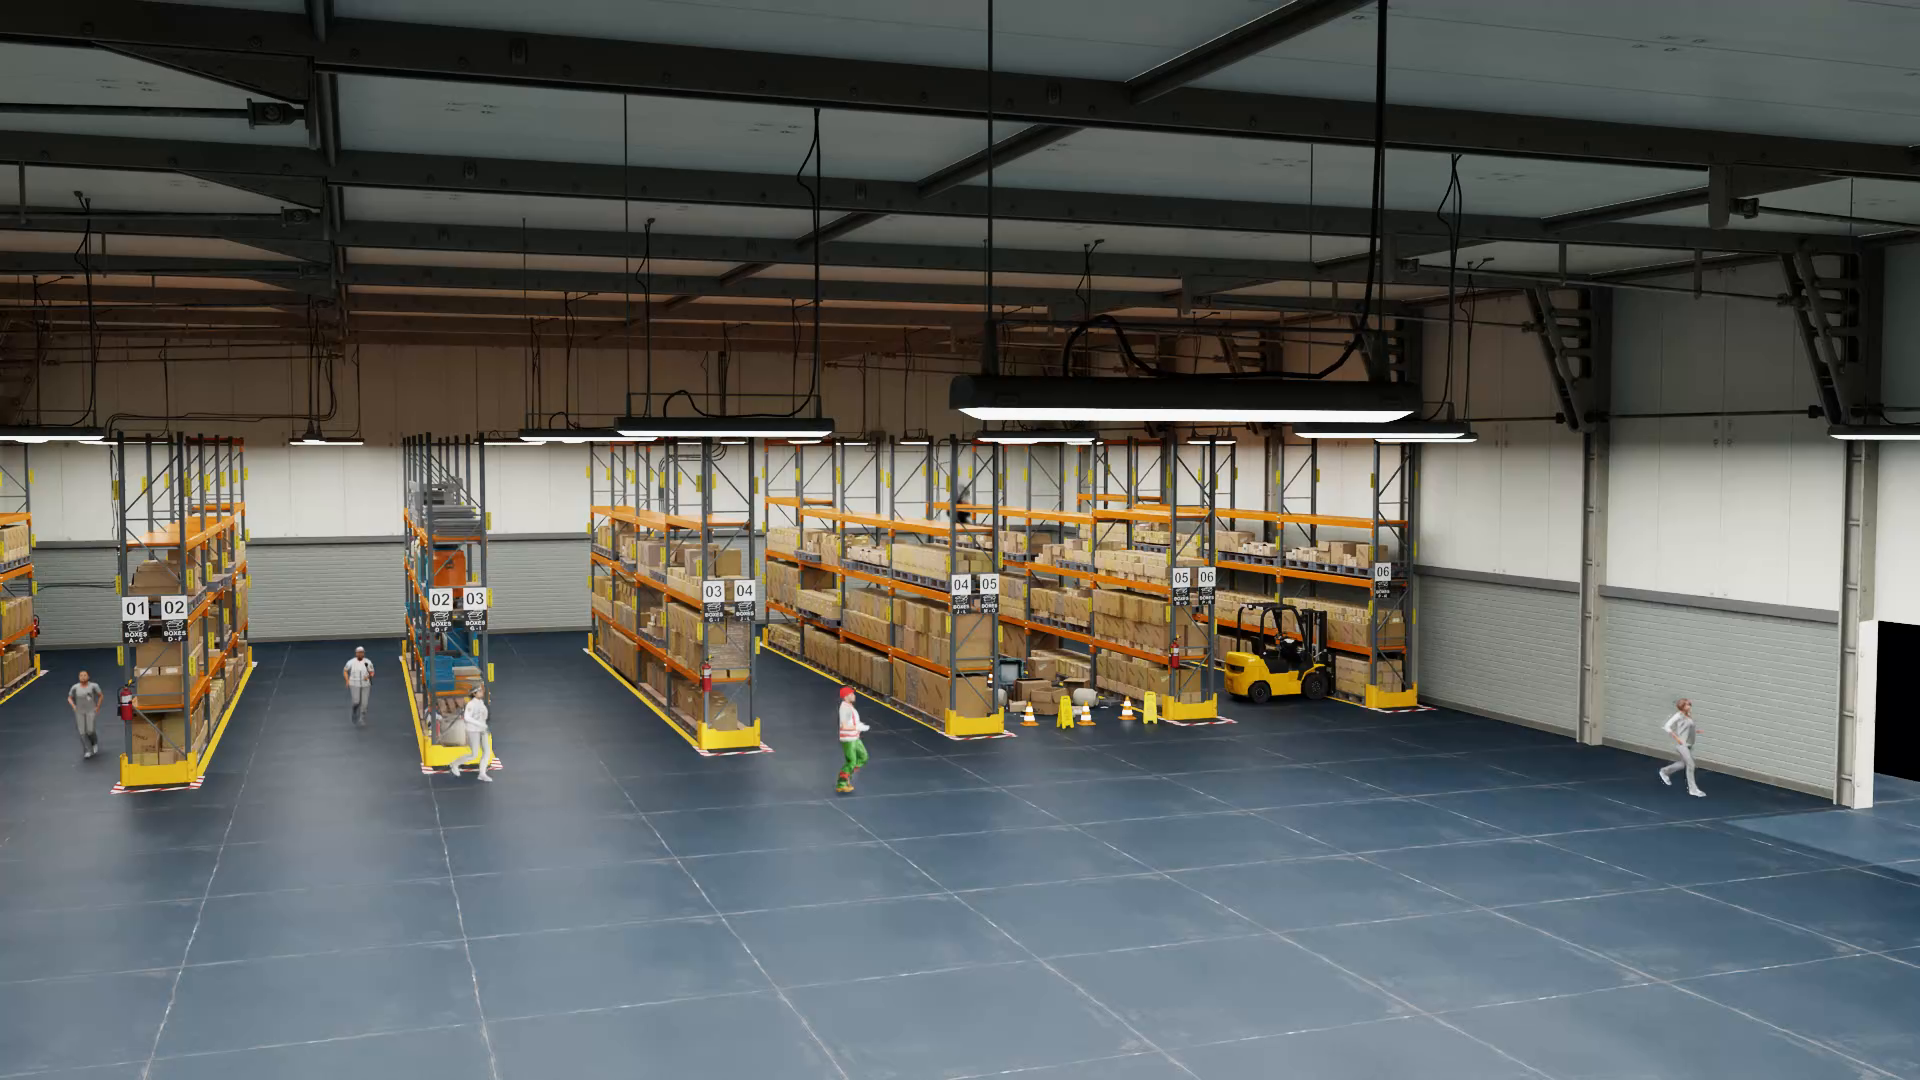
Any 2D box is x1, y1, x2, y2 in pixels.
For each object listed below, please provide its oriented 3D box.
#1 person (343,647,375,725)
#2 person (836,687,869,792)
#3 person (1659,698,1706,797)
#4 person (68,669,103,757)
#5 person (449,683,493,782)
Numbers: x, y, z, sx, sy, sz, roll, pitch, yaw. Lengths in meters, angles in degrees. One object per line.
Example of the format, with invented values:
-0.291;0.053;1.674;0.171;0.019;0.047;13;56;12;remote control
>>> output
-12.321;3.010;34.149;0.592;1.629;0.583;-2;4;-28;person
-1.767;3.302;27.578;0.604;1.750;0.640;0;3;9;person
11.934;3.406;27.470;0.545;1.553;0.864;-2;4;-38;person
-16.159;3.201;30.706;0.567;1.632;0.550;-1;3;-17;person
-8.368;3.304;28.643;0.774;1.678;0.637;1;3;11;person
